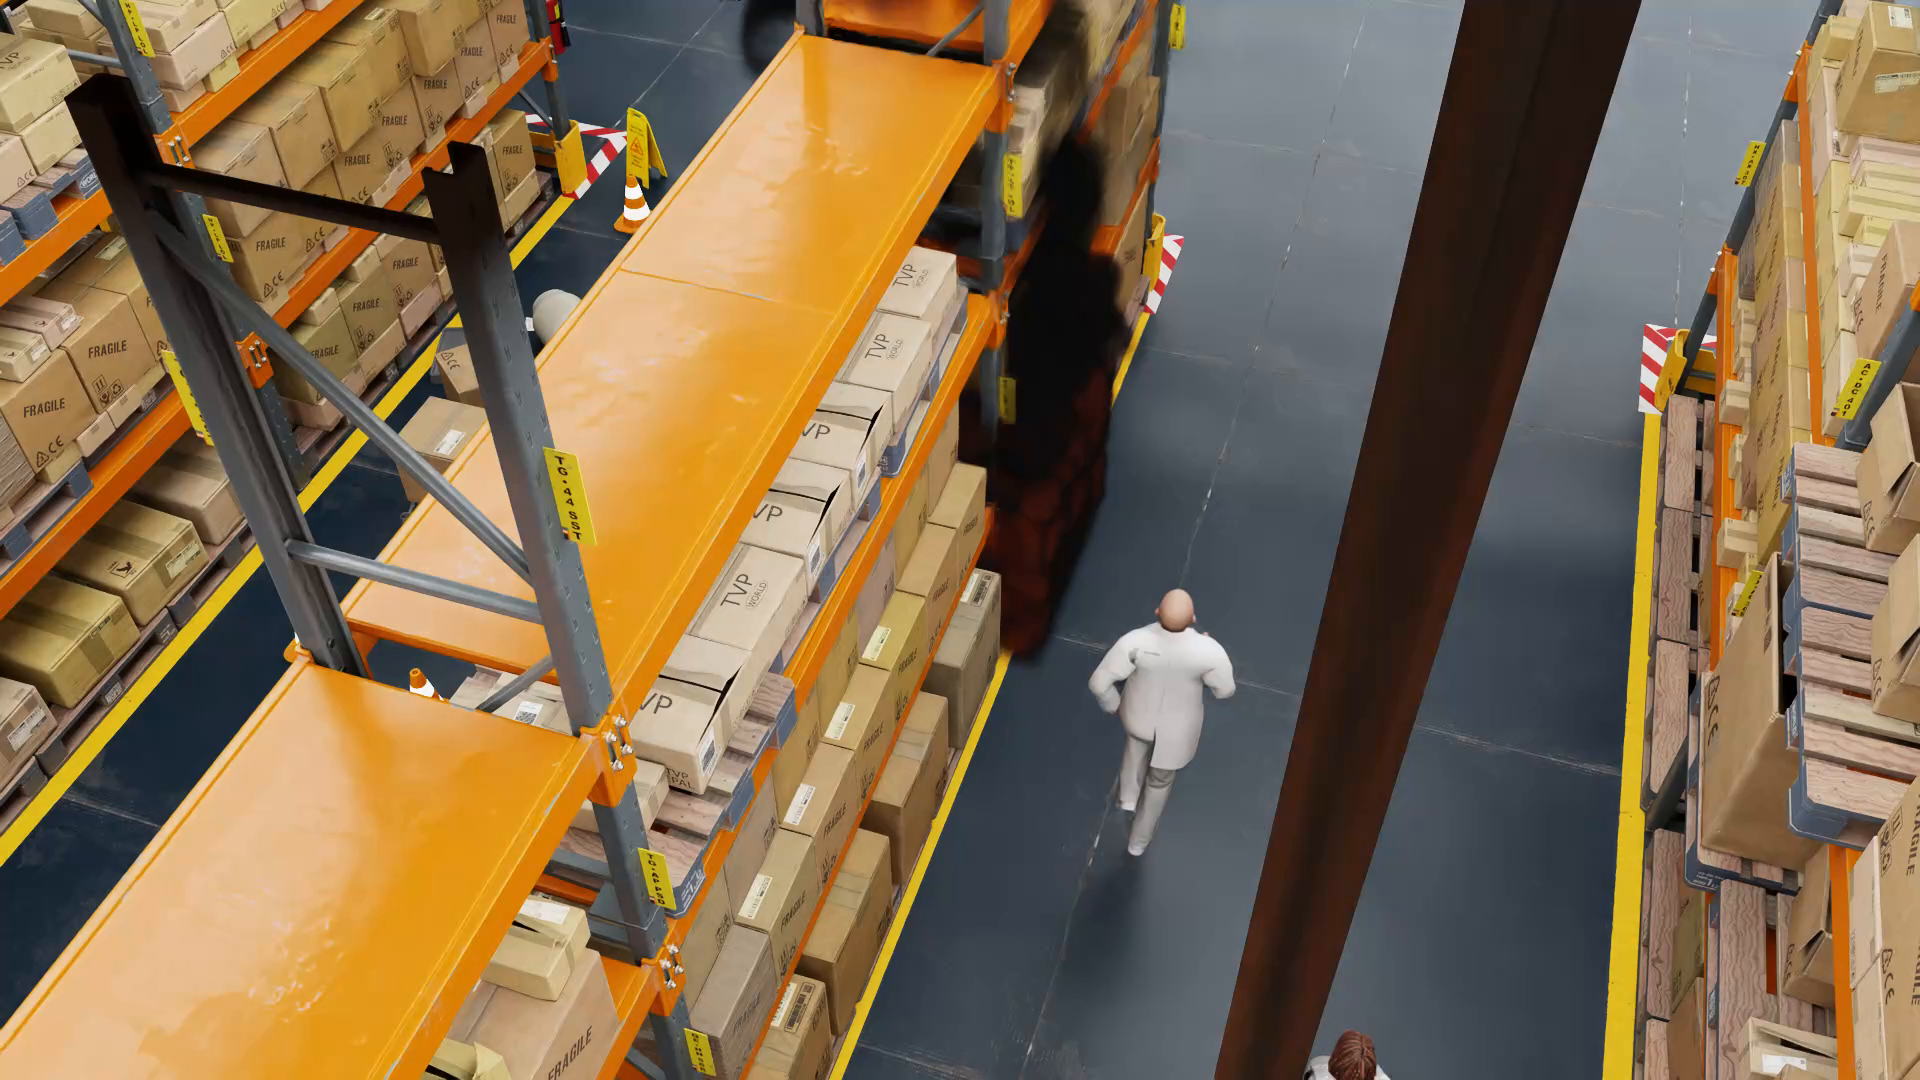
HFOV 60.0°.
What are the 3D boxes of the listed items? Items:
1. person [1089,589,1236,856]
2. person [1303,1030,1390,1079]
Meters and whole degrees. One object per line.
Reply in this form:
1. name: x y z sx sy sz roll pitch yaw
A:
1. person: 1.053 0.895 8.663 0.703 1.836 0.727 13 47 12
2. person: 1.578 2.544 7.159 0.545 1.615 0.834 5 46 5
